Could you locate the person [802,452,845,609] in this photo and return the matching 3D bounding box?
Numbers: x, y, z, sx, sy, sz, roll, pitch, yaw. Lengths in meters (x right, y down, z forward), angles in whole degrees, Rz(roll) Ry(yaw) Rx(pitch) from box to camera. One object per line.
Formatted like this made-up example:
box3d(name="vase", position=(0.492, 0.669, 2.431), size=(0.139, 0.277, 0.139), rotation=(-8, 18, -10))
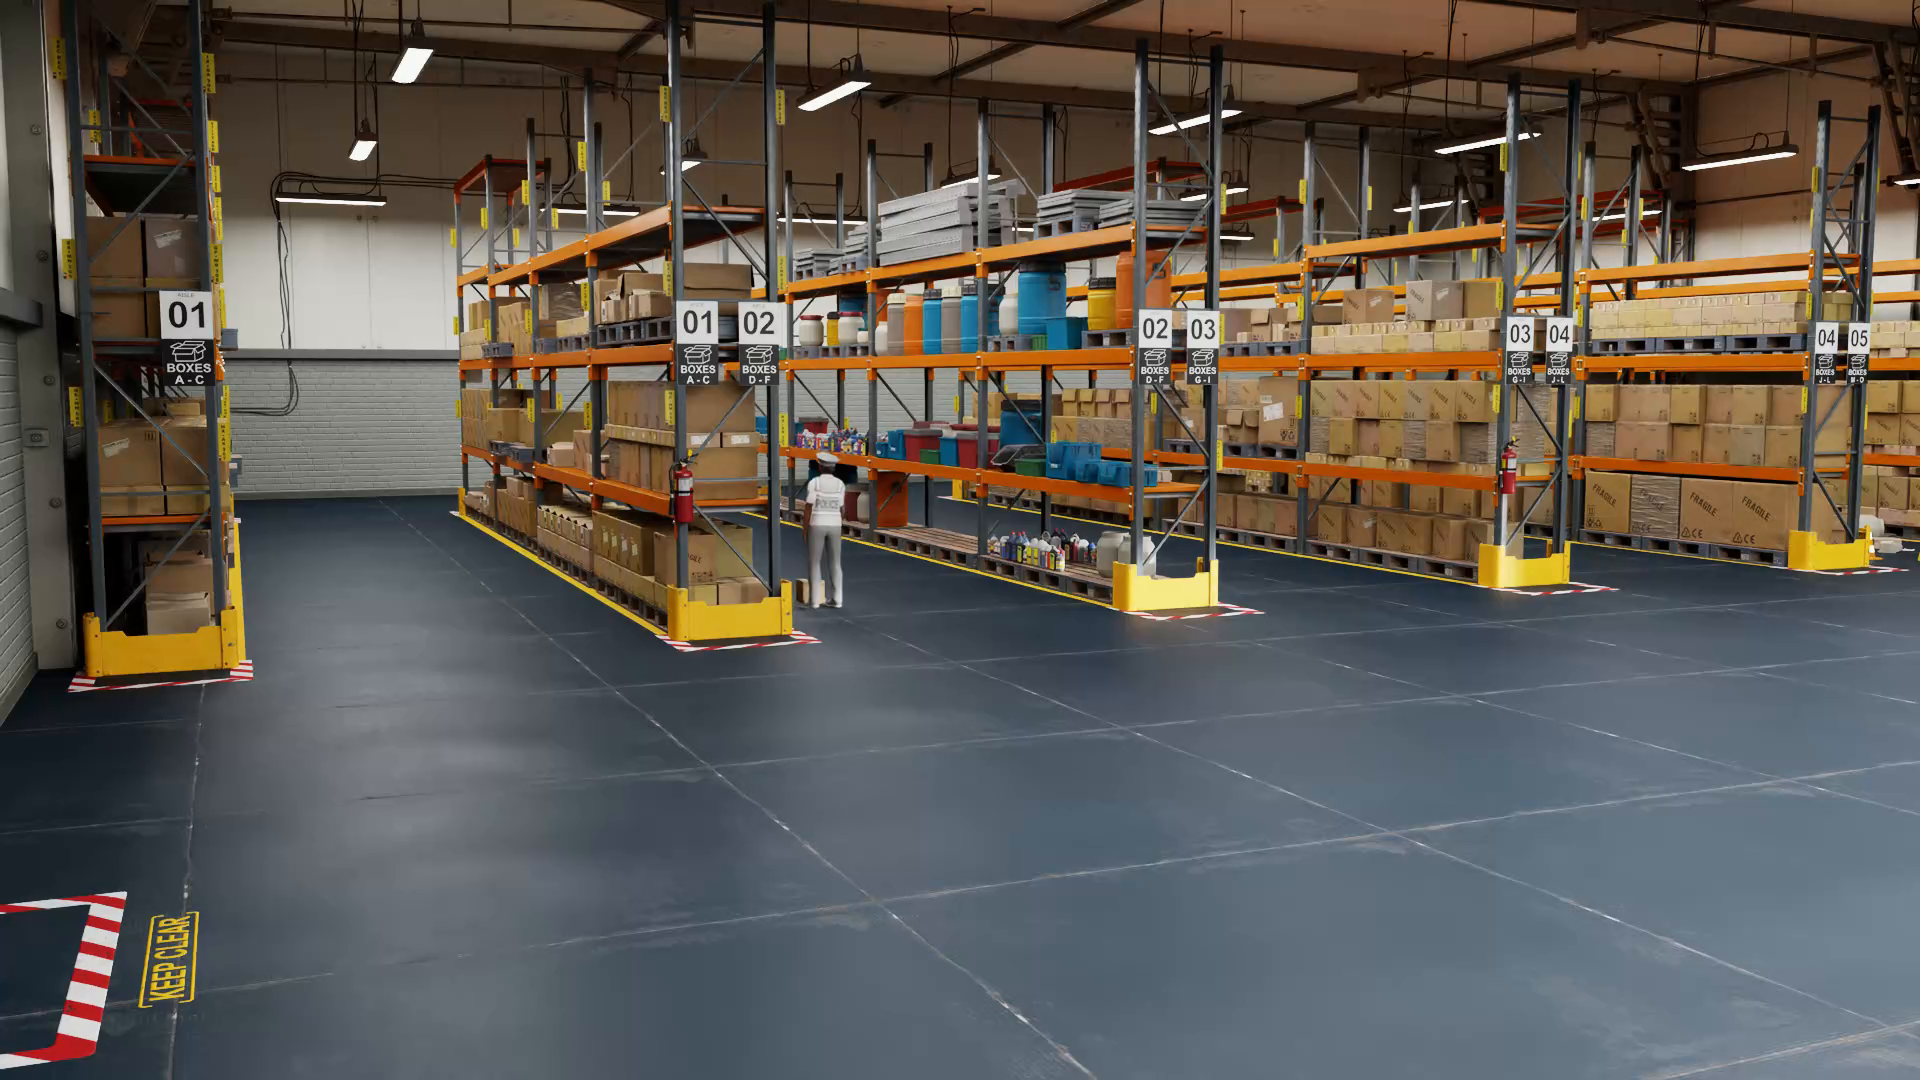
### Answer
box3d(name="person", position=(-1.473, -0.101, 17.949), size=(0.467, 1.695, 0.337), rotation=(-2, 6, -22))
